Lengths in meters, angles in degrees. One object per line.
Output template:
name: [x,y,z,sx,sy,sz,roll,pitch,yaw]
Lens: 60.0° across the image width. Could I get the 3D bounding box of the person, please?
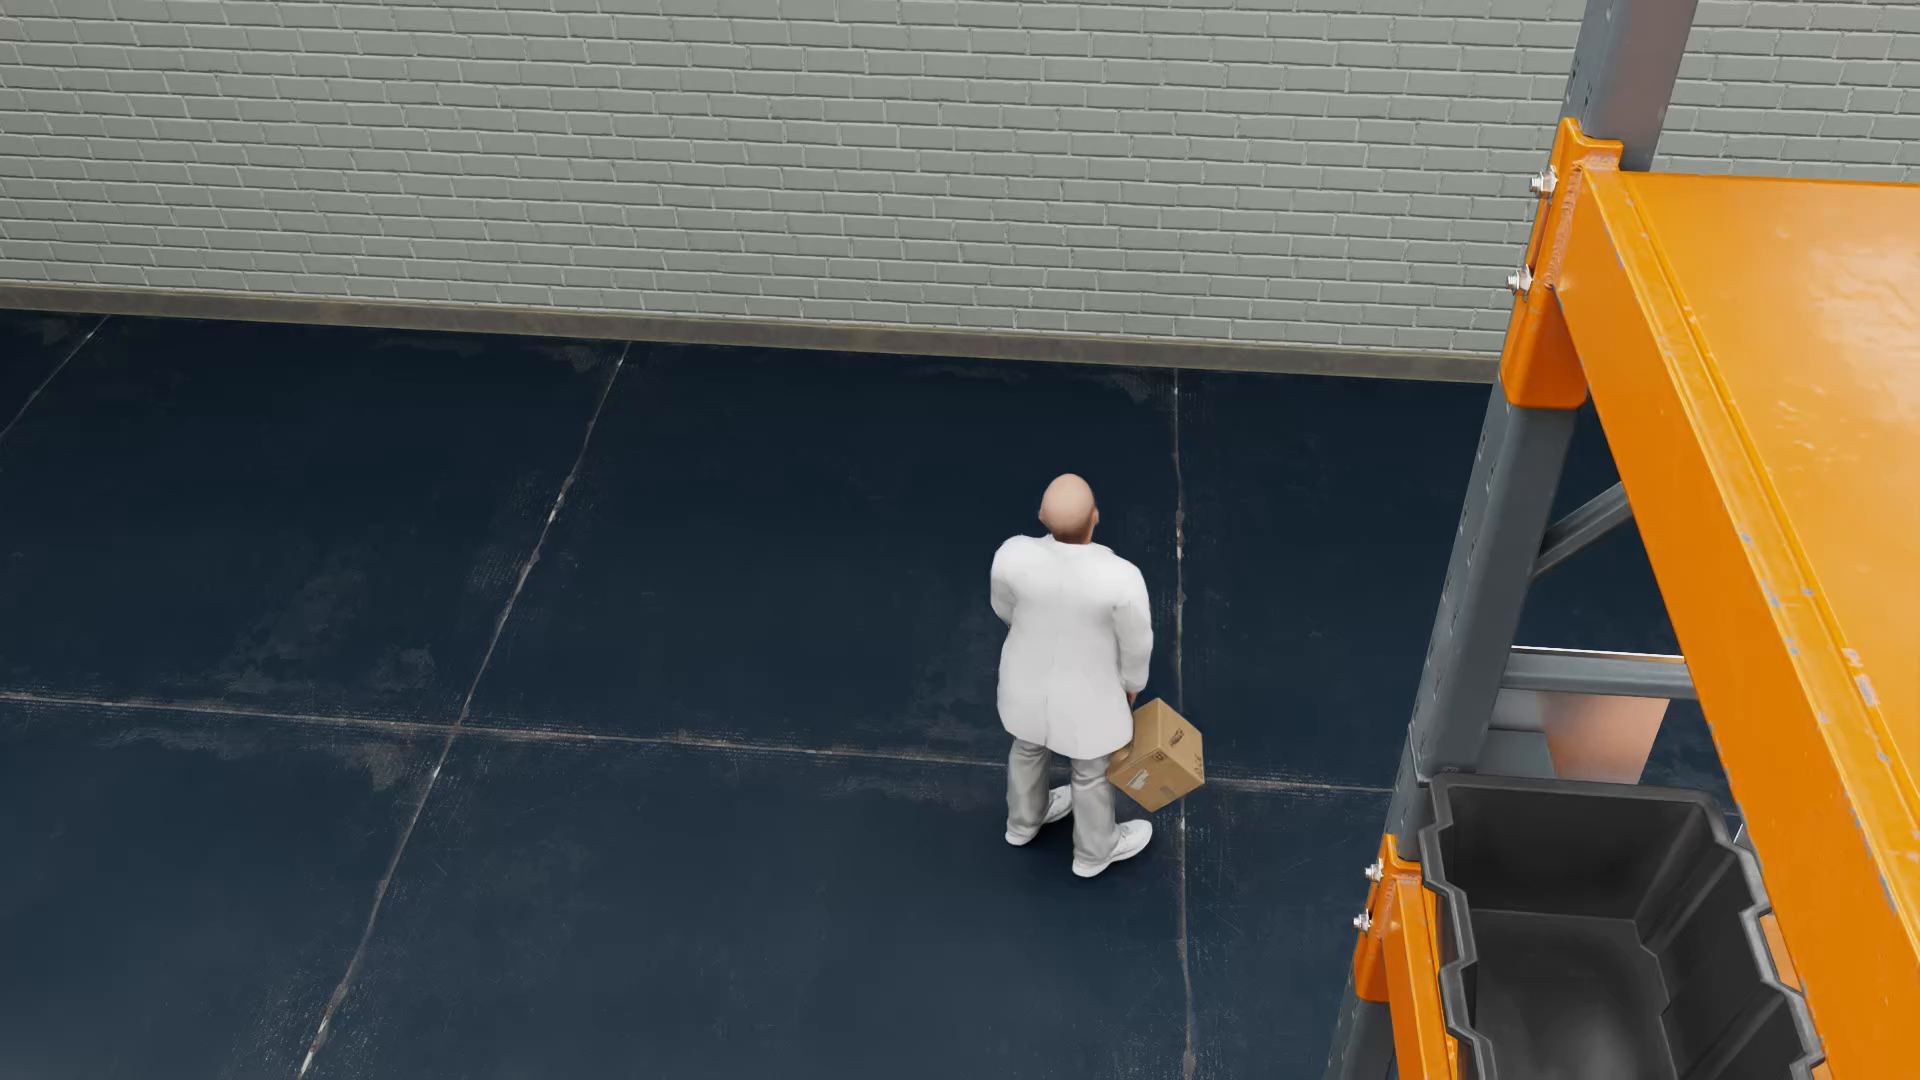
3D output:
person: [0.414,0.465,5.860,0.604,1.794,0.439,15,42,17]
